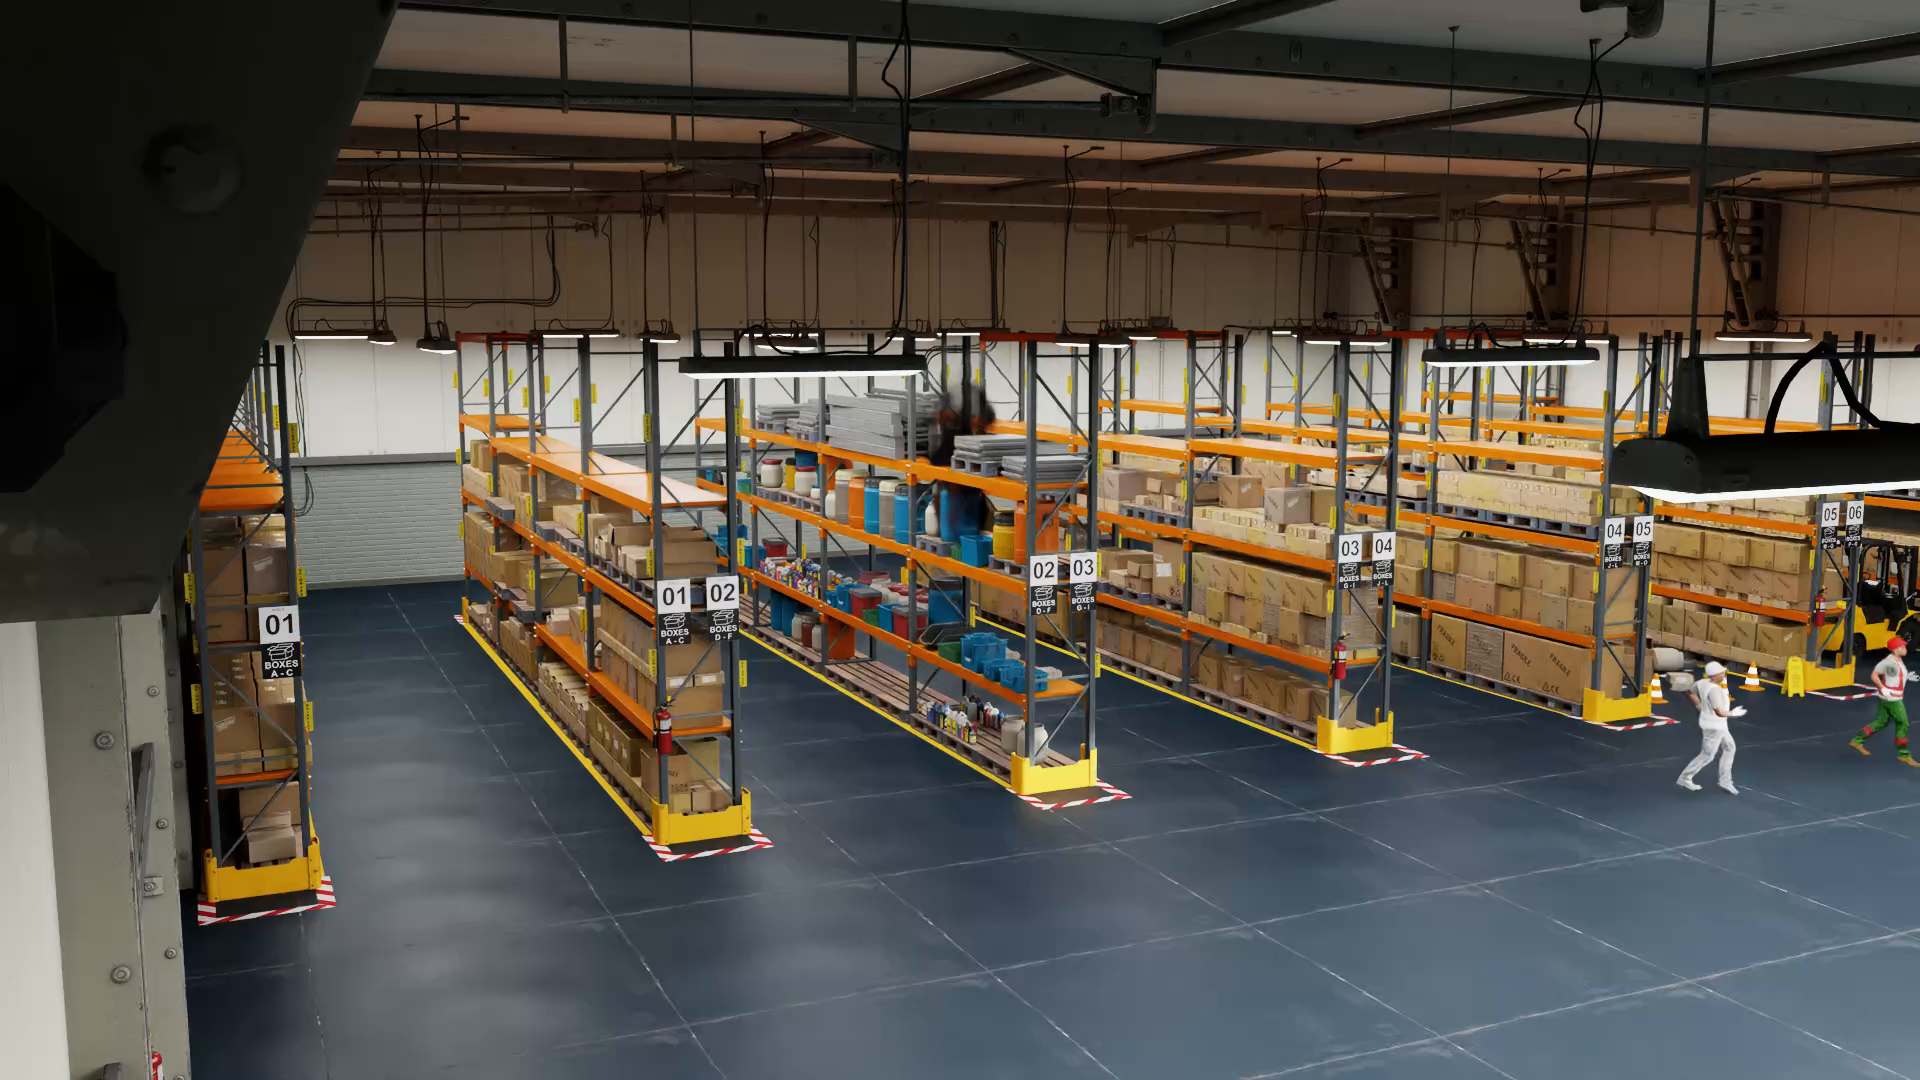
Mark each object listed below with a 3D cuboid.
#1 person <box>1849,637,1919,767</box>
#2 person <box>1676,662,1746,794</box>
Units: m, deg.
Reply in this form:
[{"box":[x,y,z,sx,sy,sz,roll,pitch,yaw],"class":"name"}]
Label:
[{"box":[13.192,2.265,23.613,0.916,1.815,0.629,4,9,27],"class":"person"},{"box":[9.977,2.500,22.070,0.810,1.815,0.686,2,8,16],"class":"person"}]
